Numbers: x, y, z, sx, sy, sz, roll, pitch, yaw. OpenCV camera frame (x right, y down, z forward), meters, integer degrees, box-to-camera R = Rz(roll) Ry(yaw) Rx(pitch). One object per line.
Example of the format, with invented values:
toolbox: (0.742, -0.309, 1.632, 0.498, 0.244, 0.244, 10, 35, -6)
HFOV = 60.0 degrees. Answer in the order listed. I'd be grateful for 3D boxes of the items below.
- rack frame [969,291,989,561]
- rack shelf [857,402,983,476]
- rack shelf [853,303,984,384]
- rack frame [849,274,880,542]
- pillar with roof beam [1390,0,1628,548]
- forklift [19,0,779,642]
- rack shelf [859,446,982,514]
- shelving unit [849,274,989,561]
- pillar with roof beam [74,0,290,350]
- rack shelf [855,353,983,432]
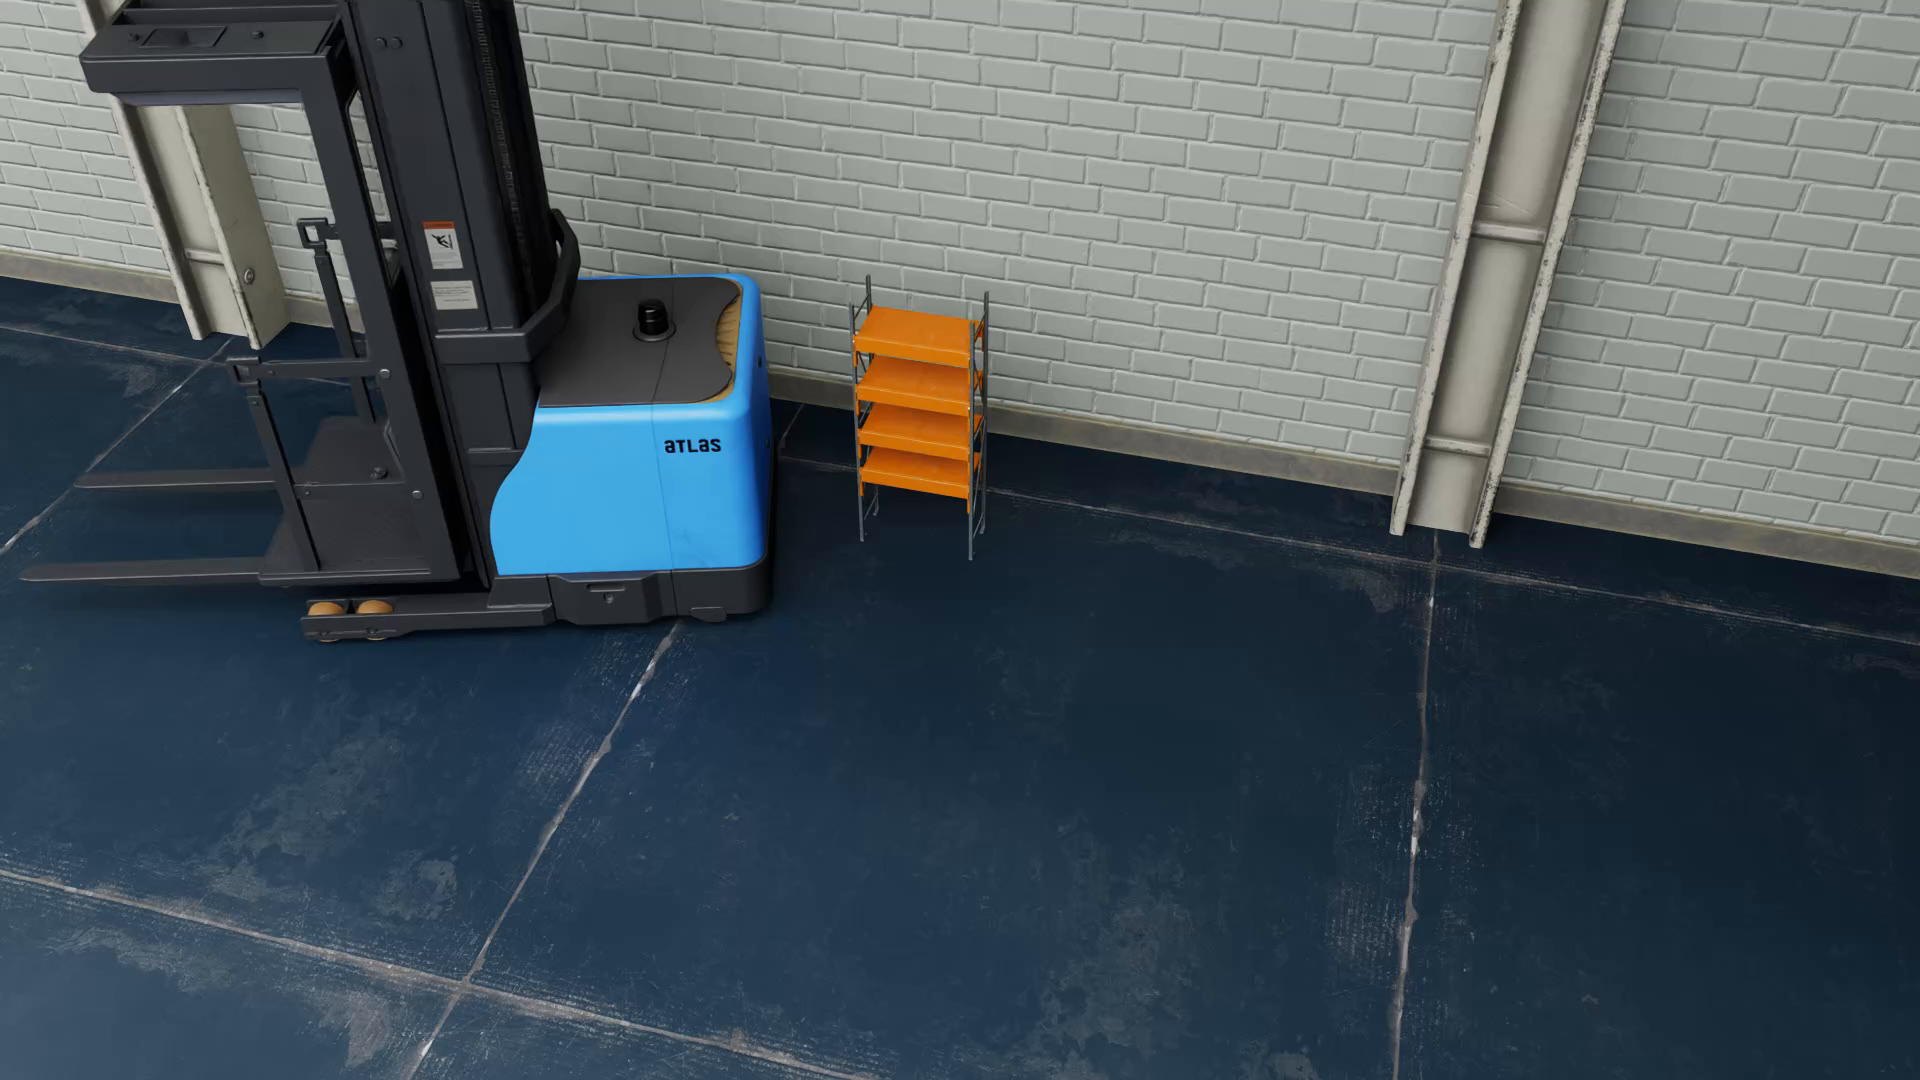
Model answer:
rack frame: (0.076, -0.446, 6.849, 0.015, 1.200, 0.240, 10, 41, 11)
rack shelf: (-0.160, -0.435, 6.940, 0.480, 0.148, 0.258, 10, 41, 11)
rack shelf: (-0.160, -0.788, 6.644, 0.480, 0.148, 0.258, 10, 41, 11)
rack frame: (-0.396, -0.528, 6.945, 0.015, 1.200, 0.240, 10, 41, 11)
pillar with roof beam: (1.001, -0.862, 1.280, 0.400, 9.000, 9.100, 10, 41, 11)
forklift: (-2.310, -1.059, 6.232, 3.031, 2.935, 1.130, -2, 40, -2)
rack shelf: (-0.160, -0.283, 7.068, 0.480, 0.148, 0.258, 10, 41, 11)
shelving unit: (-0.160, -0.487, 6.897, 0.503, 1.200, 0.258, 10, 41, 11)
pillar with roof beam: (-4.795, -1.860, 2.467, 0.400, 9.000, 9.100, 10, 41, 11)
rack shelf: (-0.160, -0.607, 6.796, 0.480, 0.148, 0.258, 10, 41, 11)
